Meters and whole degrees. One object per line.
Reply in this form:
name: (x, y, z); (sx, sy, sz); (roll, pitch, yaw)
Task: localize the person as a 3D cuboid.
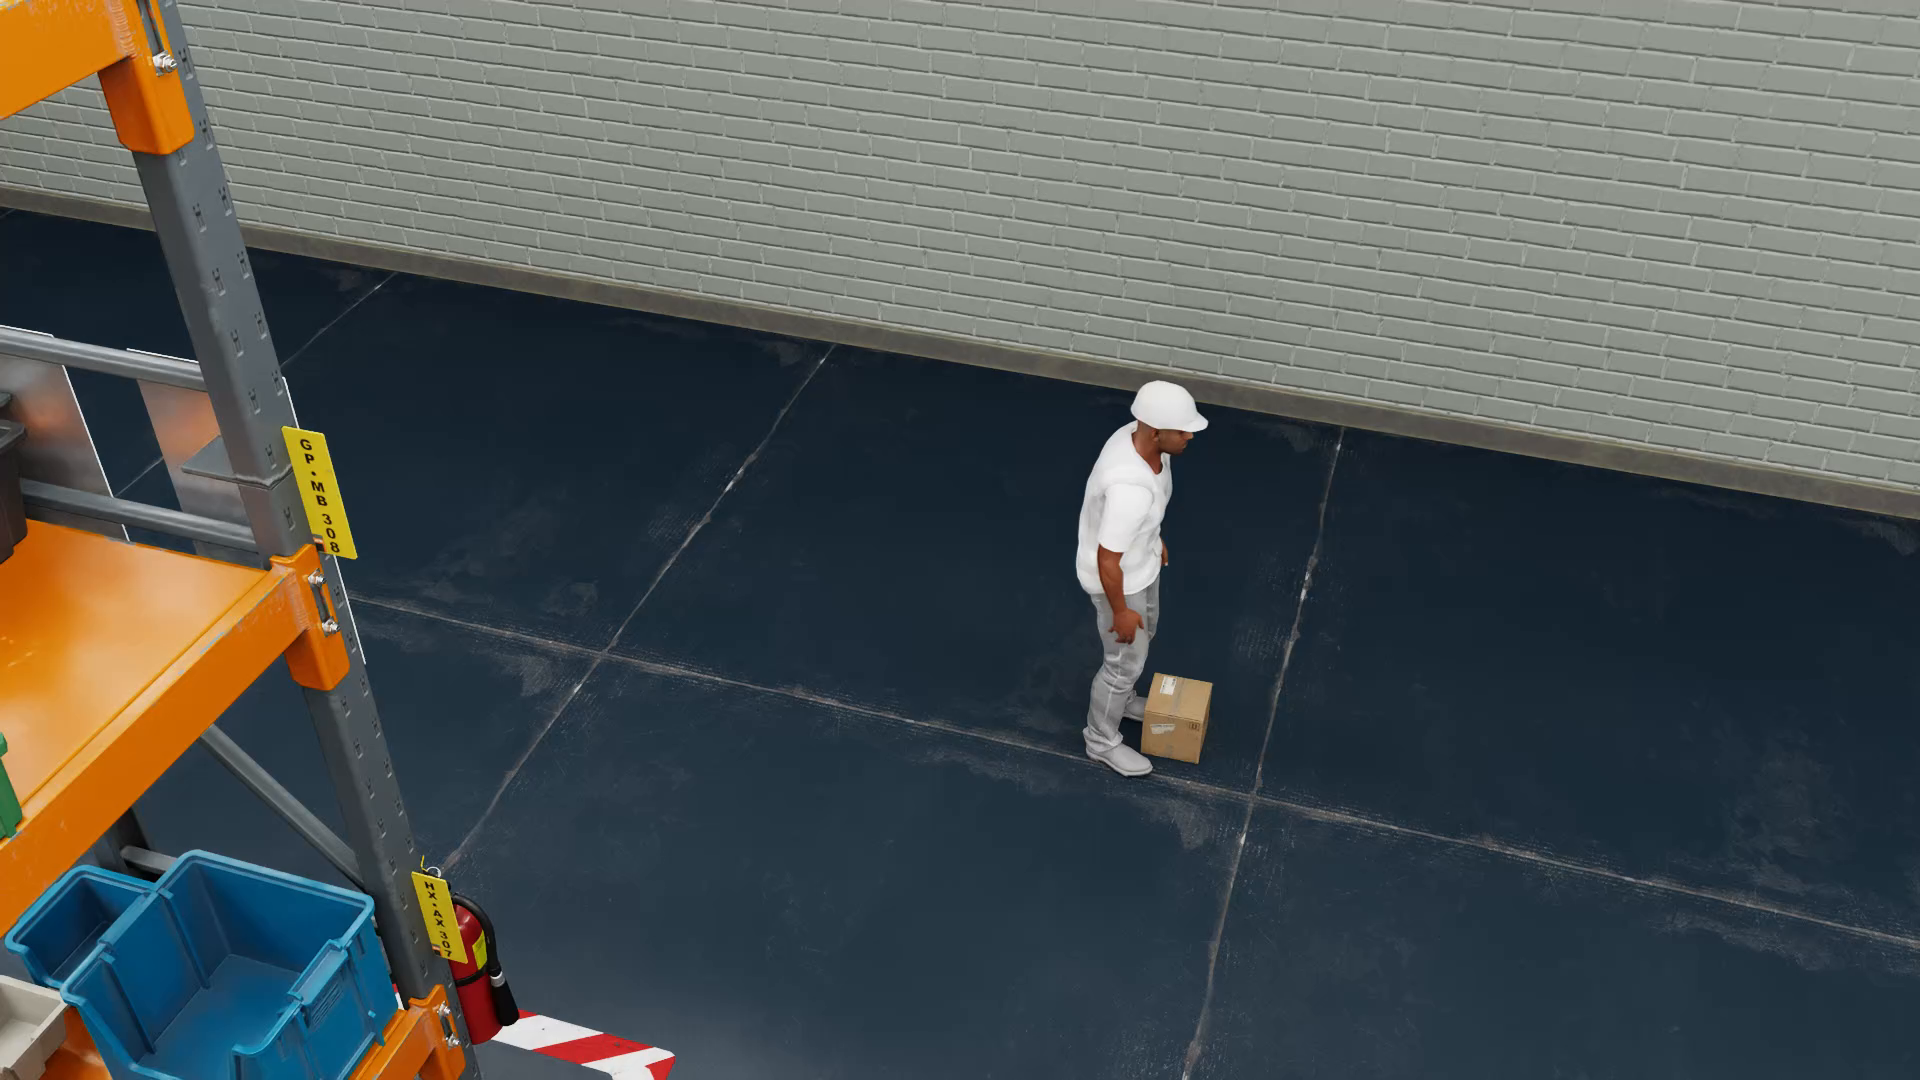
person: (0.702, 0.127, 6.706); (0.457, 1.761, 0.628); (11, 38, 14)
